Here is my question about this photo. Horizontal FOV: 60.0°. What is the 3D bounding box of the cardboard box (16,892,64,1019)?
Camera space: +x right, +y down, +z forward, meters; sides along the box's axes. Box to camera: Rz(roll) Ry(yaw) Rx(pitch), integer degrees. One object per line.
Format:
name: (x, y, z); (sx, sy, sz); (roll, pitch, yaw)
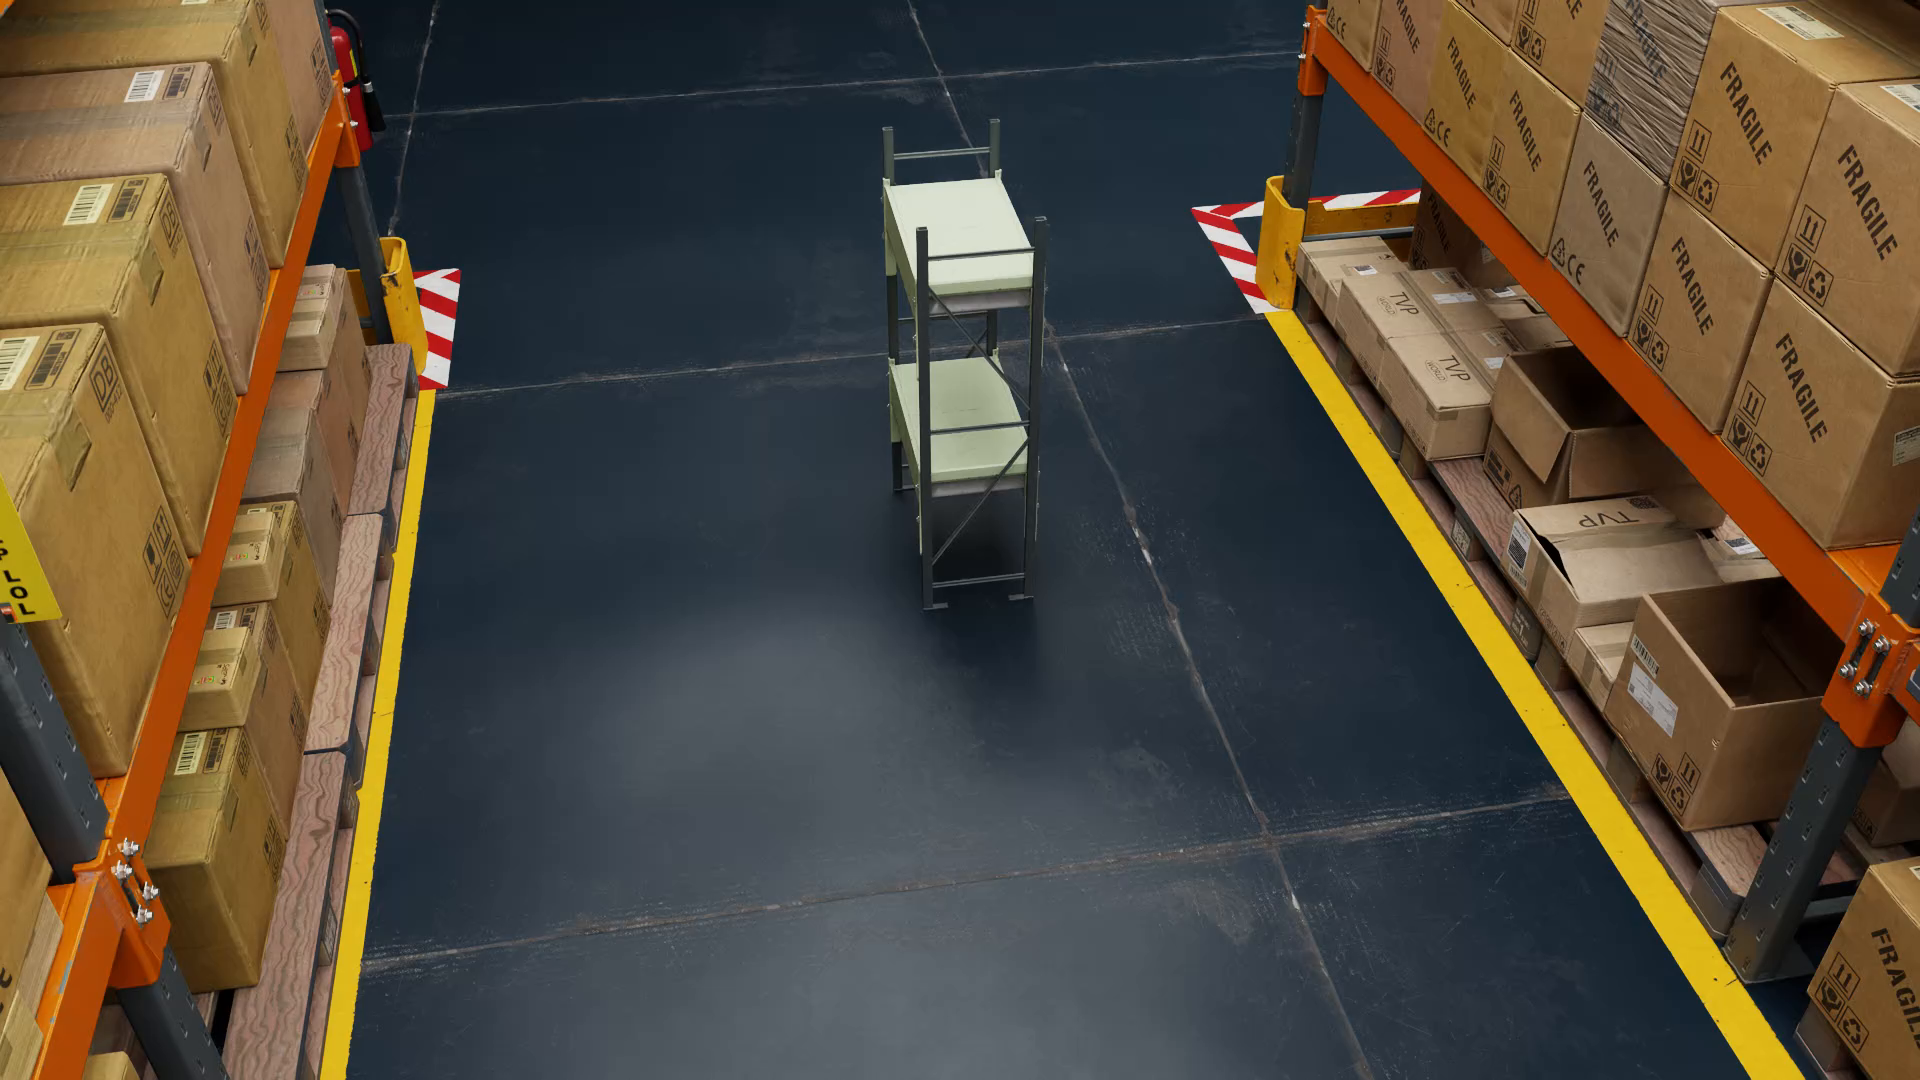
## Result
cardboard box: (-1.868, 0.772, 2.999); (0.380, 0.149, 0.250); (-6, 38, -8)

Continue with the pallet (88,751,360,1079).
pallet: (-2.263, 1.141, 4.610); (1.003, 0.211, 1.213); (-6, 38, -8)

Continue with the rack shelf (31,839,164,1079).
rack shelf: (-1.856, 1.999, 1.818); (1.077, 0.370, 4.000); (-6, 38, -8)

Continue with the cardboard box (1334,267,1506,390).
cardboard box: (1.872, -0.871, 6.808); (0.500, 0.250, 0.500); (-6, 38, -8)

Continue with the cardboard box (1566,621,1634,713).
cardboard box: (2.166, 0.391, 5.267); (0.380, 0.149, 0.250); (-6, 38, -8)

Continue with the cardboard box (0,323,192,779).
cardboard box: (-2.286, 0.059, 3.484); (0.980, 0.700, 0.700); (-6, 38, -7)

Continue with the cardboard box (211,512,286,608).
cardboard box: (-2.209, 0.068, 4.884); (0.380, 0.149, 0.250); (-7, 38, -9)

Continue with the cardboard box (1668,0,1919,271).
cardboard box: (2.234, -1.049, 4.259); (0.500, 0.500, 0.500); (-7, 38, -9)

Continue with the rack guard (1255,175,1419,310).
rack guard: (1.982, -1.411, 7.658); (1.175, 0.500, 0.348); (-6, 38, -8)

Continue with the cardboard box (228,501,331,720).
cardboard box: (-2.409, 0.252, 5.176); (0.700, 0.500, 0.500); (-5, 38, -7)

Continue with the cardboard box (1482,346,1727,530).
cardboard box: (2.335, -0.350, 5.932); (0.797, 0.503, 0.637); (-6, 38, -8)

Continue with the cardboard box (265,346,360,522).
cardboard box: (-2.599, -0.373, 5.981); (0.700, 0.500, 0.500); (-6, 38, -8)

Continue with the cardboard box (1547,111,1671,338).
cardboard box: (2.146, -0.963, 4.963); (0.500, 0.500, 0.500); (-5, 38, -7)

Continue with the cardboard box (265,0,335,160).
cardboard box: (-2.808, -1.720, 5.775); (0.980, 0.700, 0.700); (-5, 38, -6)

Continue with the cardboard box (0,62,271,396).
cardboard box: (-2.545, -0.820, 4.617); (0.980, 0.700, 0.700); (-8, 39, -10)

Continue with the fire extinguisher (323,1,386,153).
fire extinguisher: (-2.480, -1.872, 6.581); (0.296, 0.674, 0.183); (-6, 38, -8)

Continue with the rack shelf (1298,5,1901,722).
rack shelf: (2.319, -0.952, 5.616); (1.077, 0.370, 4.000); (-6, 38, -8)

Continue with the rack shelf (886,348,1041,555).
rack shelf: (0.001, -0.331, 5.985); (0.431, 0.370, 0.720); (-6, 38, -8)

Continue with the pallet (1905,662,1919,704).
pallet: (2.702, 0.542, 3.263); (1.003, 0.211, 1.213); (-6, 38, -8)

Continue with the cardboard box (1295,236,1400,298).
cardboard box: (1.704, -1.202, 7.317); (0.380, 0.149, 0.250); (-6, 38, -8)

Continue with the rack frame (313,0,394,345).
rack frame: (-2.908, -1.909, 6.262); (1.000, 3.000, 0.127); (-6, 38, -8)

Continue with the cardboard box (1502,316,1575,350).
cardboard box: (2.443, -0.653, 6.528); (0.500, 0.250, 0.500); (-6, 38, -8)

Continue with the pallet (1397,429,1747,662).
pallet: (2.333, -0.080, 6.181); (1.003, 0.211, 1.213); (-6, 38, -8)

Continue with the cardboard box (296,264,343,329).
cardboard box: (-2.485, -0.874, 6.096); (0.380, 0.149, 0.250); (-7, 38, -8)

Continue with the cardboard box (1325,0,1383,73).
cardboard box: (1.787, -2.187, 6.538); (0.500, 0.500, 0.500); (-5, 38, -7)

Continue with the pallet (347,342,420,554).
pallet: (-2.691, -0.333, 6.507); (1.003, 0.211, 1.213); (-6, 38, -8)

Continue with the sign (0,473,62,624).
sign: (-1.674, 0.017, 2.904); (0.100, 0.325, 0.005); (-6, 38, -8)

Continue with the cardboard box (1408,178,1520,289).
cardboard box: (2.306, -1.328, 7.194); (0.500, 0.500, 0.500); (-6, 38, -8)

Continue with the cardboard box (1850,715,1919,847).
cardboard box: (2.809, 0.584, 4.887); (0.500, 0.311, 0.500); (-6, 38, -8)

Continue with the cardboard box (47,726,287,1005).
cardboard box: (-2.237, 0.866, 4.386); (0.700, 0.500, 0.500); (-6, 38, -7)

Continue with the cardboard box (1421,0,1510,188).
cardboard box: (1.968, -1.572, 5.747); (0.500, 0.500, 0.500); (-6, 38, -8)

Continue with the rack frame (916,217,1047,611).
rack frame: (0.065, -0.367, 5.500); (0.400, 1.500, 0.023); (-6, 38, -8)

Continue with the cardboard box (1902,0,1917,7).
cardboard box: (2.684, -1.399, 4.709); (0.500, 0.500, 0.500); (-7, 38, -9)

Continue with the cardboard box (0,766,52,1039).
cardboard box: (-1.877, 0.594, 2.700); (0.500, 0.500, 0.500); (-7, 38, -9)

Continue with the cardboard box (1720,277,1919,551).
cardboard box: (2.330, -0.342, 4.163); (0.500, 0.500, 0.500); (-6, 38, -7)

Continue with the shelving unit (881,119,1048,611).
shelving unit: (0.001, -0.588, 5.785); (0.431, 1.500, 0.755); (-6, 38, -8)

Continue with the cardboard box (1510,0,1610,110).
cardboard box: (2.059, -1.657, 5.042); (0.500, 0.500, 0.500); (-7, 38, -8)
